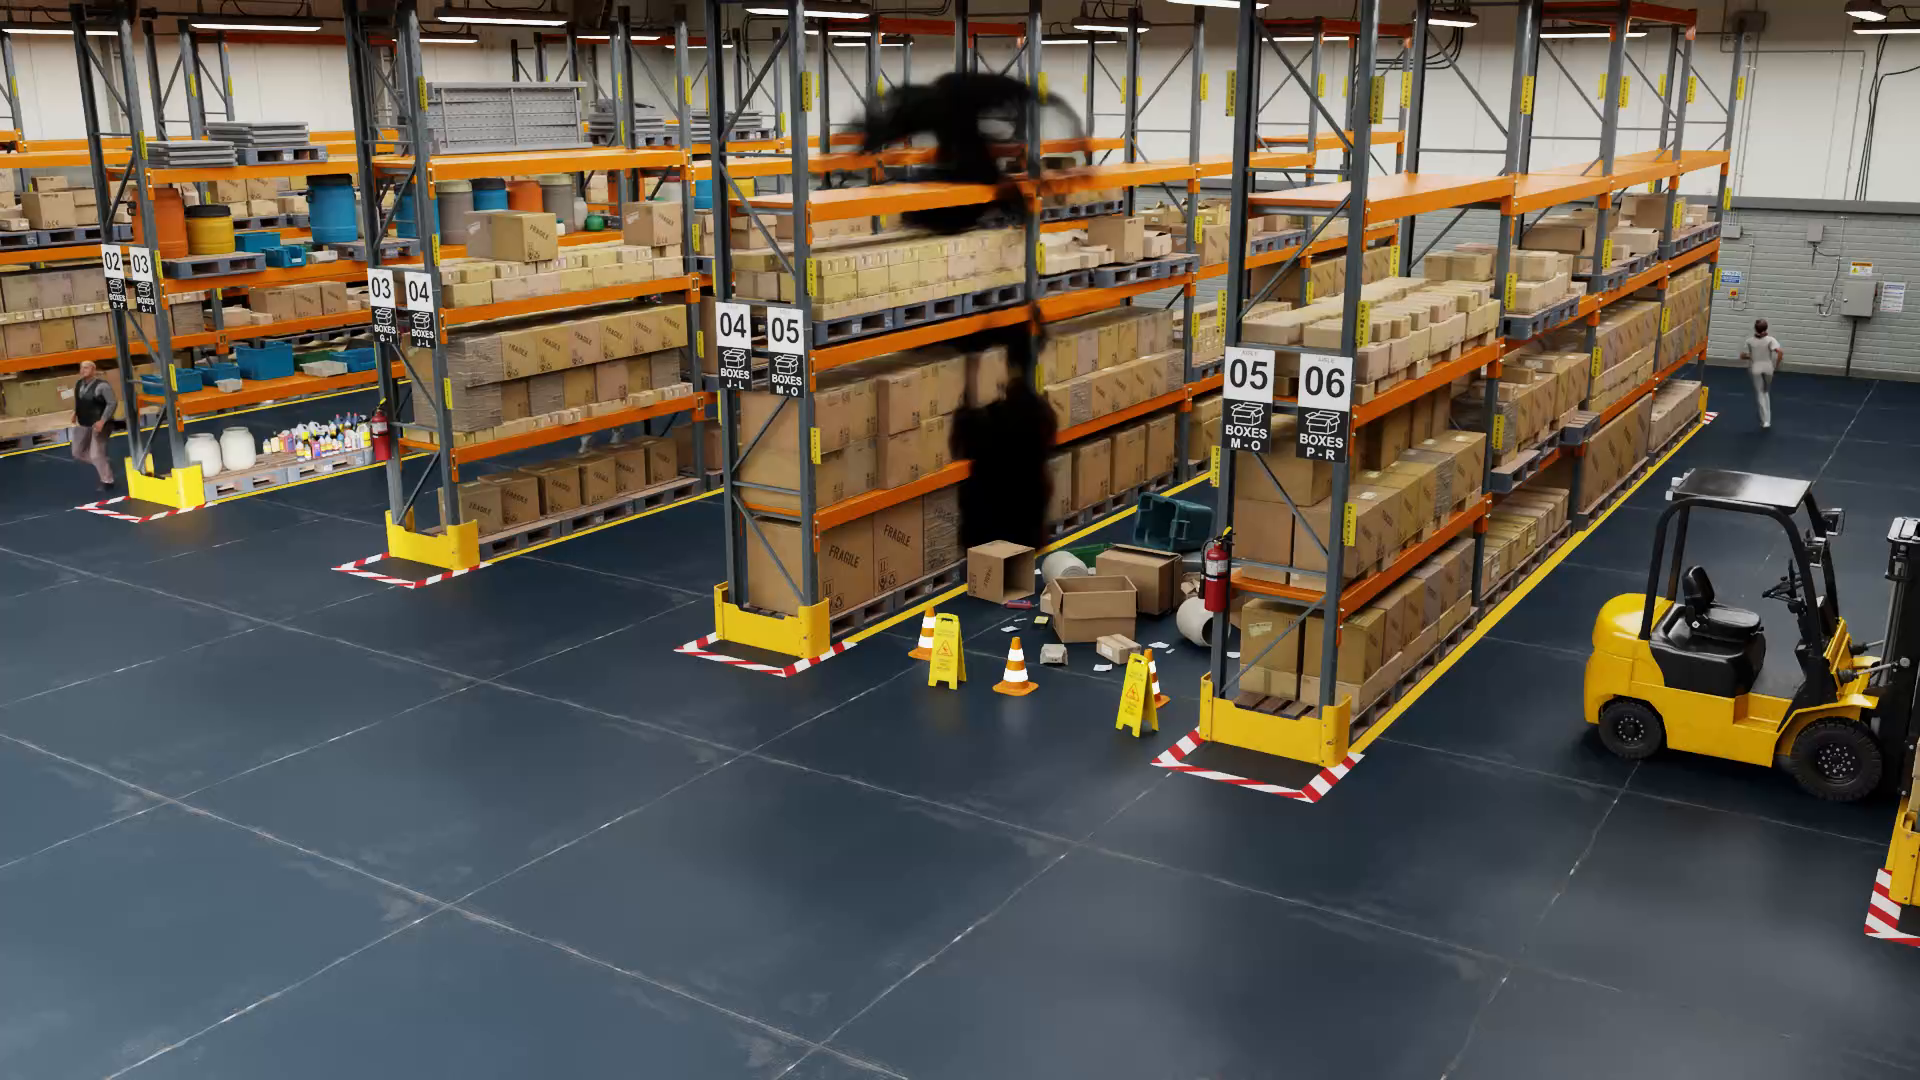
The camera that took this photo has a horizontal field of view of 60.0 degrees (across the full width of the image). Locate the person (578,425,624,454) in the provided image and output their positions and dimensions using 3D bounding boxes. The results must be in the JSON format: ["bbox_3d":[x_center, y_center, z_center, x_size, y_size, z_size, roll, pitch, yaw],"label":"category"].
[{"bbox_3d":[-5.147,-2.162,23.647,0.635,1.817,0.836,6,17,21],"label":"person"}]

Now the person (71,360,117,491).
[{"bbox_3d":[-11.166,-1.465,21.384,0.687,1.688,0.515,6,17,21],"label":"person"}]

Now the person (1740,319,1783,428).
[{"bbox_3d":[12.041,-2.478,25.073,0.549,1.703,0.709,3,16,12],"label":"person"}]
